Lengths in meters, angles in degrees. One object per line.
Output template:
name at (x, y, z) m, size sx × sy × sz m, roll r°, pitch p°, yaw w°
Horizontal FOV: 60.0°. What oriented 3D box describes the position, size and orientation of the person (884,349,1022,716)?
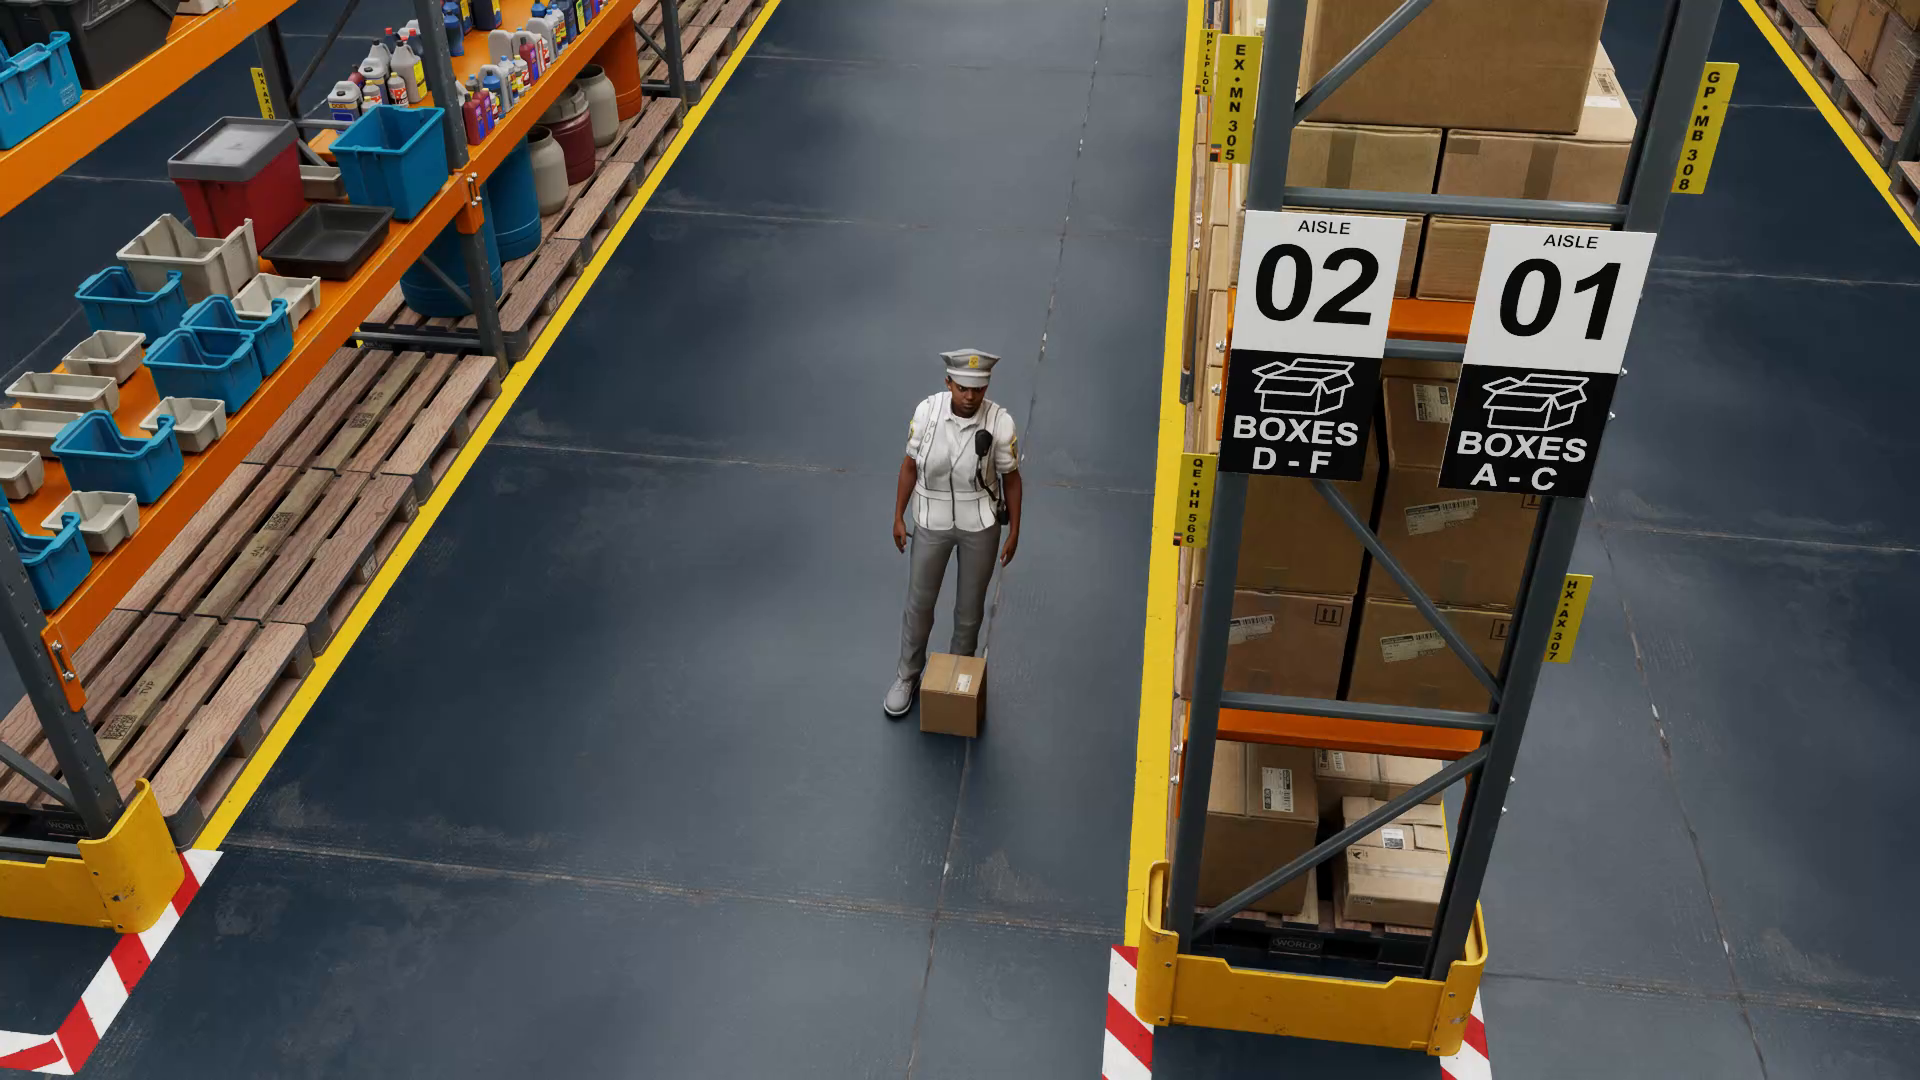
person at (-0.033, -0.031, 7.037) m, size 0.569 × 1.696 × 0.528 m, roll 4°, pitch 37°, yaw 6°
